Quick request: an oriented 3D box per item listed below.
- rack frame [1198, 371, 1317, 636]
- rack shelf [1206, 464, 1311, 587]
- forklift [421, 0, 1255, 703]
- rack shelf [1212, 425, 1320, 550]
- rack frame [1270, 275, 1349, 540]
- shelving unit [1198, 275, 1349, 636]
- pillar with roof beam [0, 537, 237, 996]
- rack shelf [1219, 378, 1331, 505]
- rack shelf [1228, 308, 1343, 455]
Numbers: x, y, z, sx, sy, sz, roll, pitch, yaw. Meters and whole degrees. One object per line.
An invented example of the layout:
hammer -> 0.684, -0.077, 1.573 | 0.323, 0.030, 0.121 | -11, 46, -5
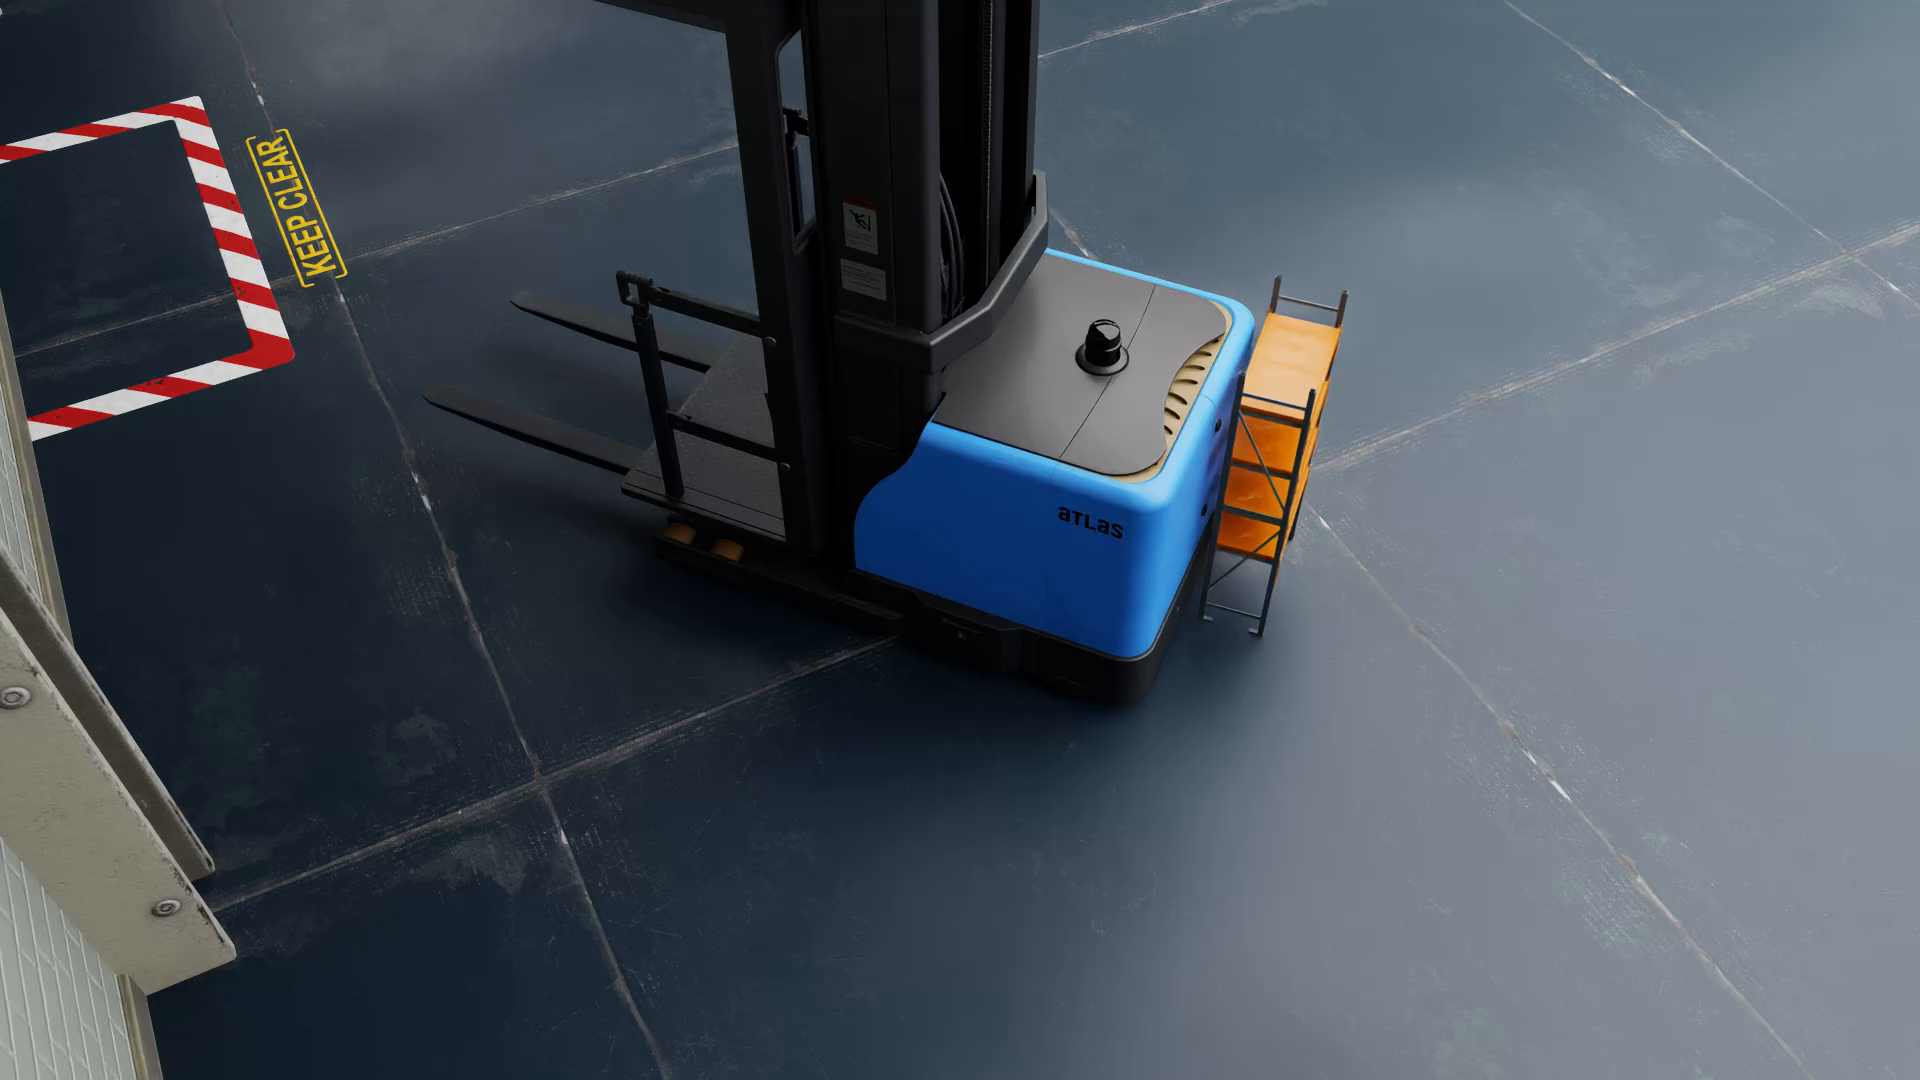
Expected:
rack frame -> 0.972, -0.088, 5.529 | 0.240, 1.200, 0.015 | 15, 51, 13
rack shelf -> 1.057, -0.085, 5.880 | 0.258, 0.148, 0.480 | 15, 51, 13
forklift -> -0.571, -1.153, 5.311 | 3.031, 2.935, 1.130 | 18, 51, 15
rack shelf -> 1.056, -0.216, 5.730 | 0.258, 0.148, 0.480 | 15, 51, 13
rack frame -> 1.140, -0.432, 5.831 | 0.240, 1.200, 0.015 | 15, 51, 13
shelving unit -> 1.056, -0.260, 5.680 | 0.258, 1.200, 0.503 | 15, 51, 13
pillar with roof beam -> 1.372, -3.237, 3.103 | 9.100, 9.000, 0.400 | -21, 52, -18
rack shelf -> 1.056, -0.363, 5.562 | 0.258, 0.148, 0.480 | 15, 51, 13
rack shelf -> 1.055, -0.519, 5.384 | 0.258, 0.148, 0.480 | 15, 51, 13
